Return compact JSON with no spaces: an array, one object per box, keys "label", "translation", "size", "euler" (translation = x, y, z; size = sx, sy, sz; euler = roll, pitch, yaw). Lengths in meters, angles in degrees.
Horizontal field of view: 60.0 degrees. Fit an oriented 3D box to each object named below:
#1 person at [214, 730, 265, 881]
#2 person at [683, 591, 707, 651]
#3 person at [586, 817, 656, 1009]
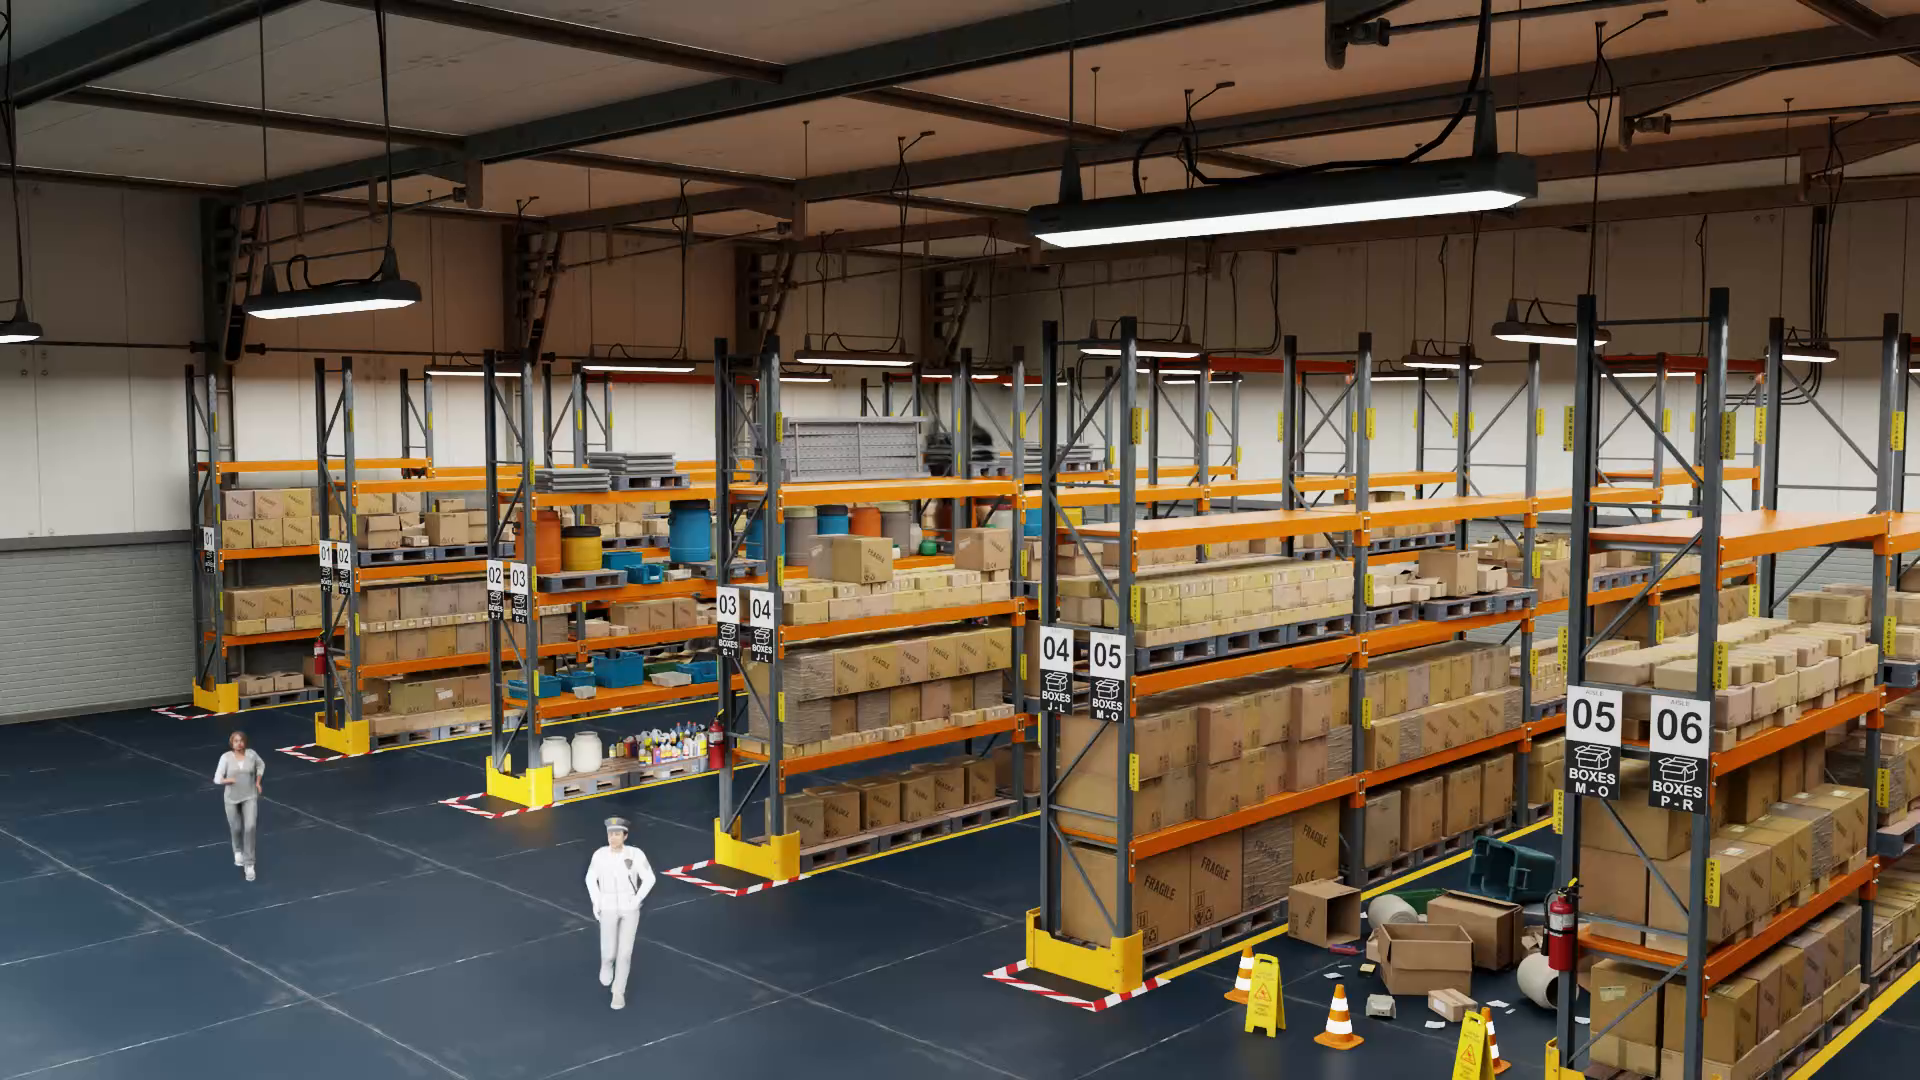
[{"label":"person","translation":[-8.028,2.926,18.556],"size":[0.526,1.623,0.775],"euler":[-2,5,-25]},{"label":"person","translation":[-5.124,1.845,32.558],"size":[0.756,1.766,0.546],"euler":[-4,6,-44]},{"label":"person","translation":[-2.971,3.230,14.560],"size":[0.610,1.671,0.588],"euler":[0,4,-6]}]
